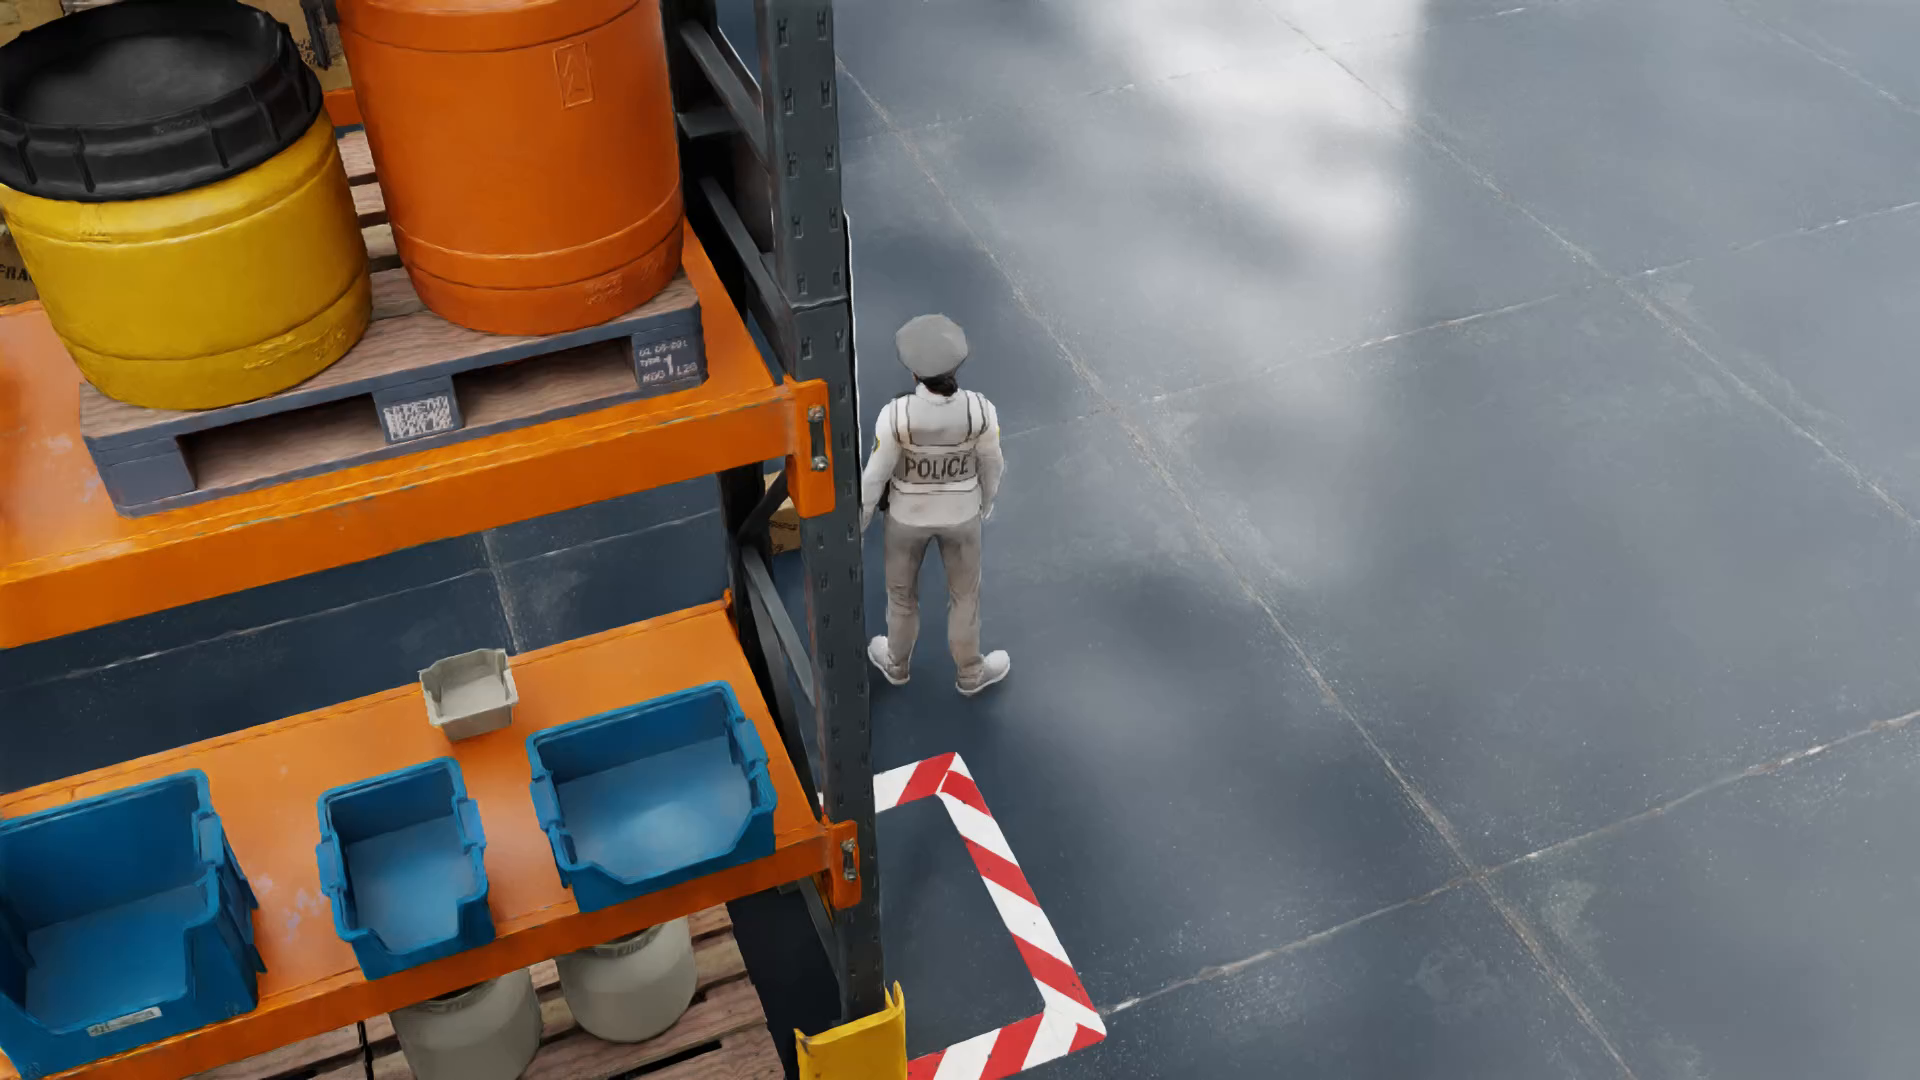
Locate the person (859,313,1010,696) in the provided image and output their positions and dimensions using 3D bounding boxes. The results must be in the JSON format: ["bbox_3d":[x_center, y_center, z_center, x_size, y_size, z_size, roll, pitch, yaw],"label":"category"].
[{"bbox_3d":[-0.098,-0.097,6.221,0.608,1.689,0.356,-4,42,-4],"label":"person"}]
